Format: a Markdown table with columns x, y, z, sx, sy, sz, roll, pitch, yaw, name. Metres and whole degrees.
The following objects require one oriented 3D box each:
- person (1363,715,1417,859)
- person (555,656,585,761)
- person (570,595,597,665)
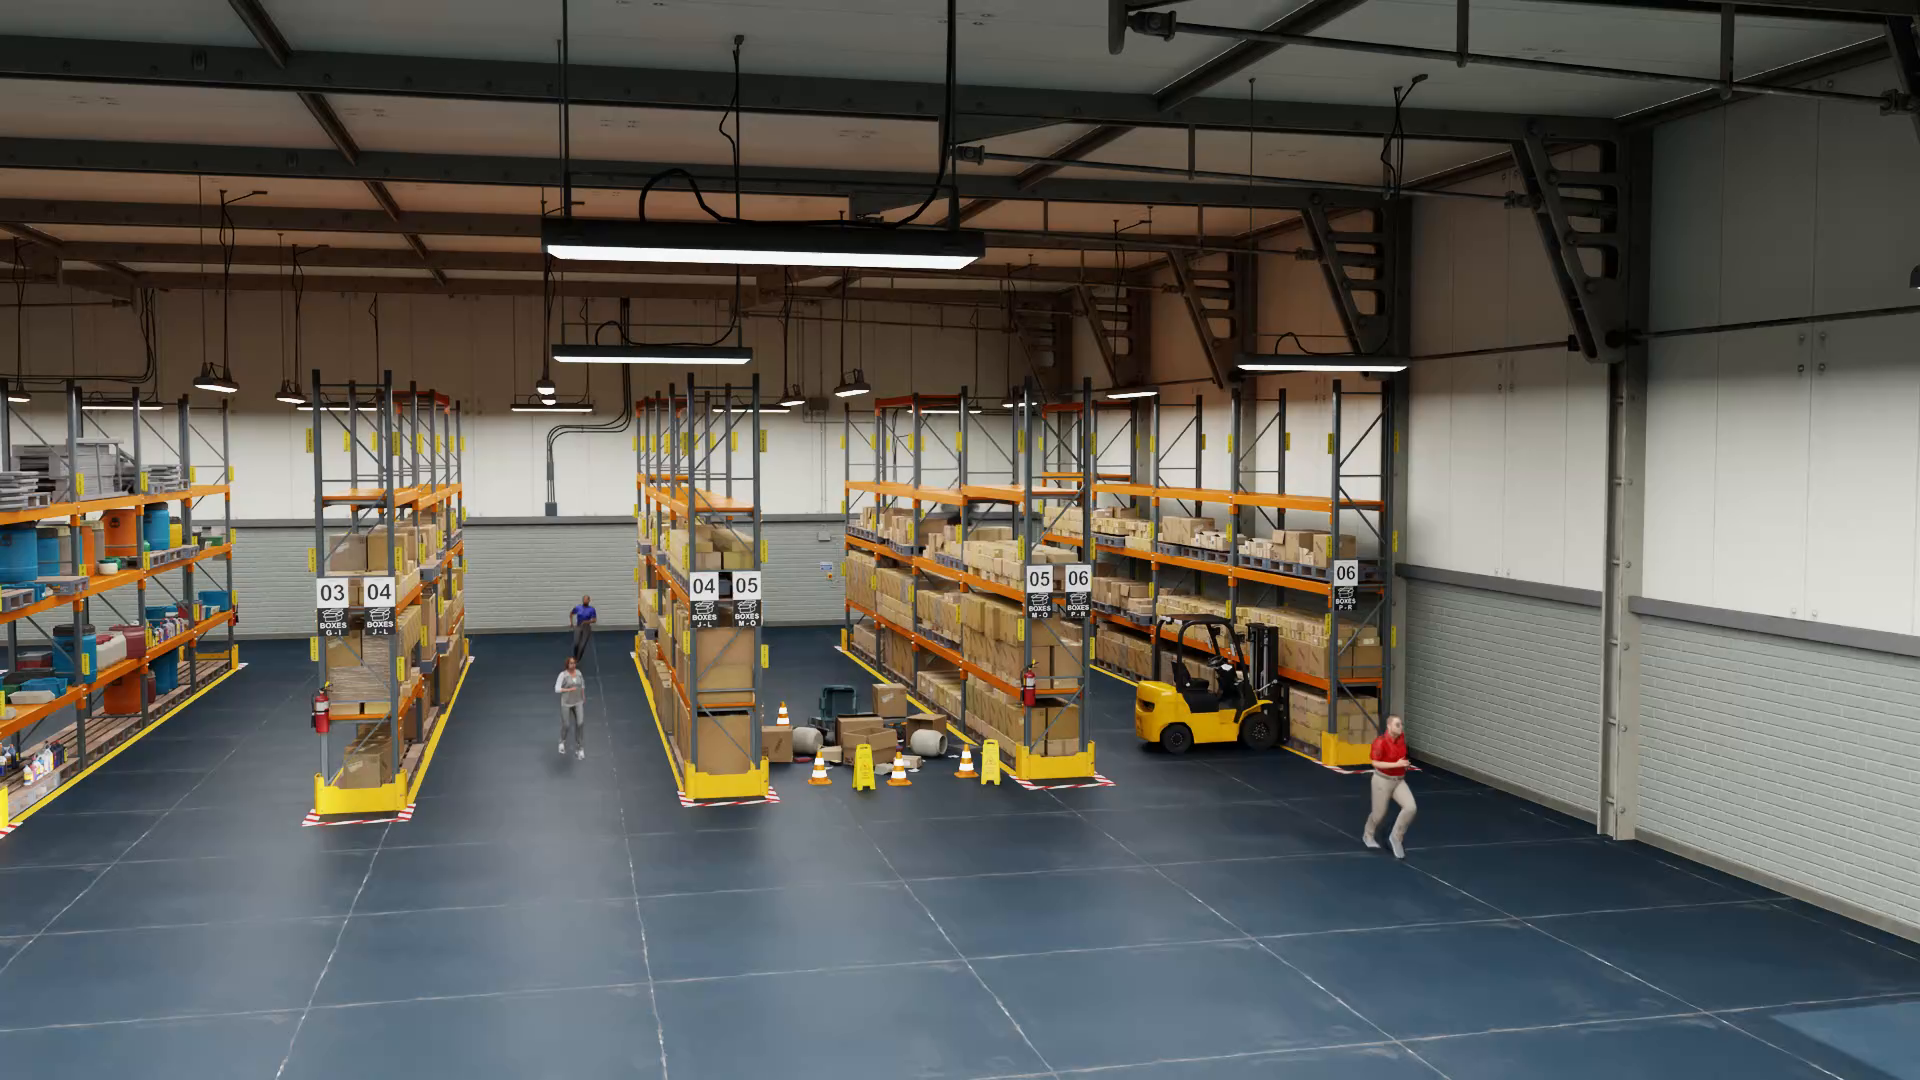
| x | y | z | sx | sy | sz | roll | pitch | yaw | name |
| --- | --- | --- | --- | --- | --- | --- | --- | --- | --- |
| 5.217 | 2.987 | 20.212 | 0.689 | 1.752 | 0.852 | -2 | 4 | -29 | person |
| -6.209 | 2.658 | 26.499 | 0.565 | 1.628 | 0.778 | -2 | 4 | -34 | person |
| -8.458 | 2.051 | 37.343 | 0.586 | 1.634 | 0.596 | -1 | 3 | -16 | person |
